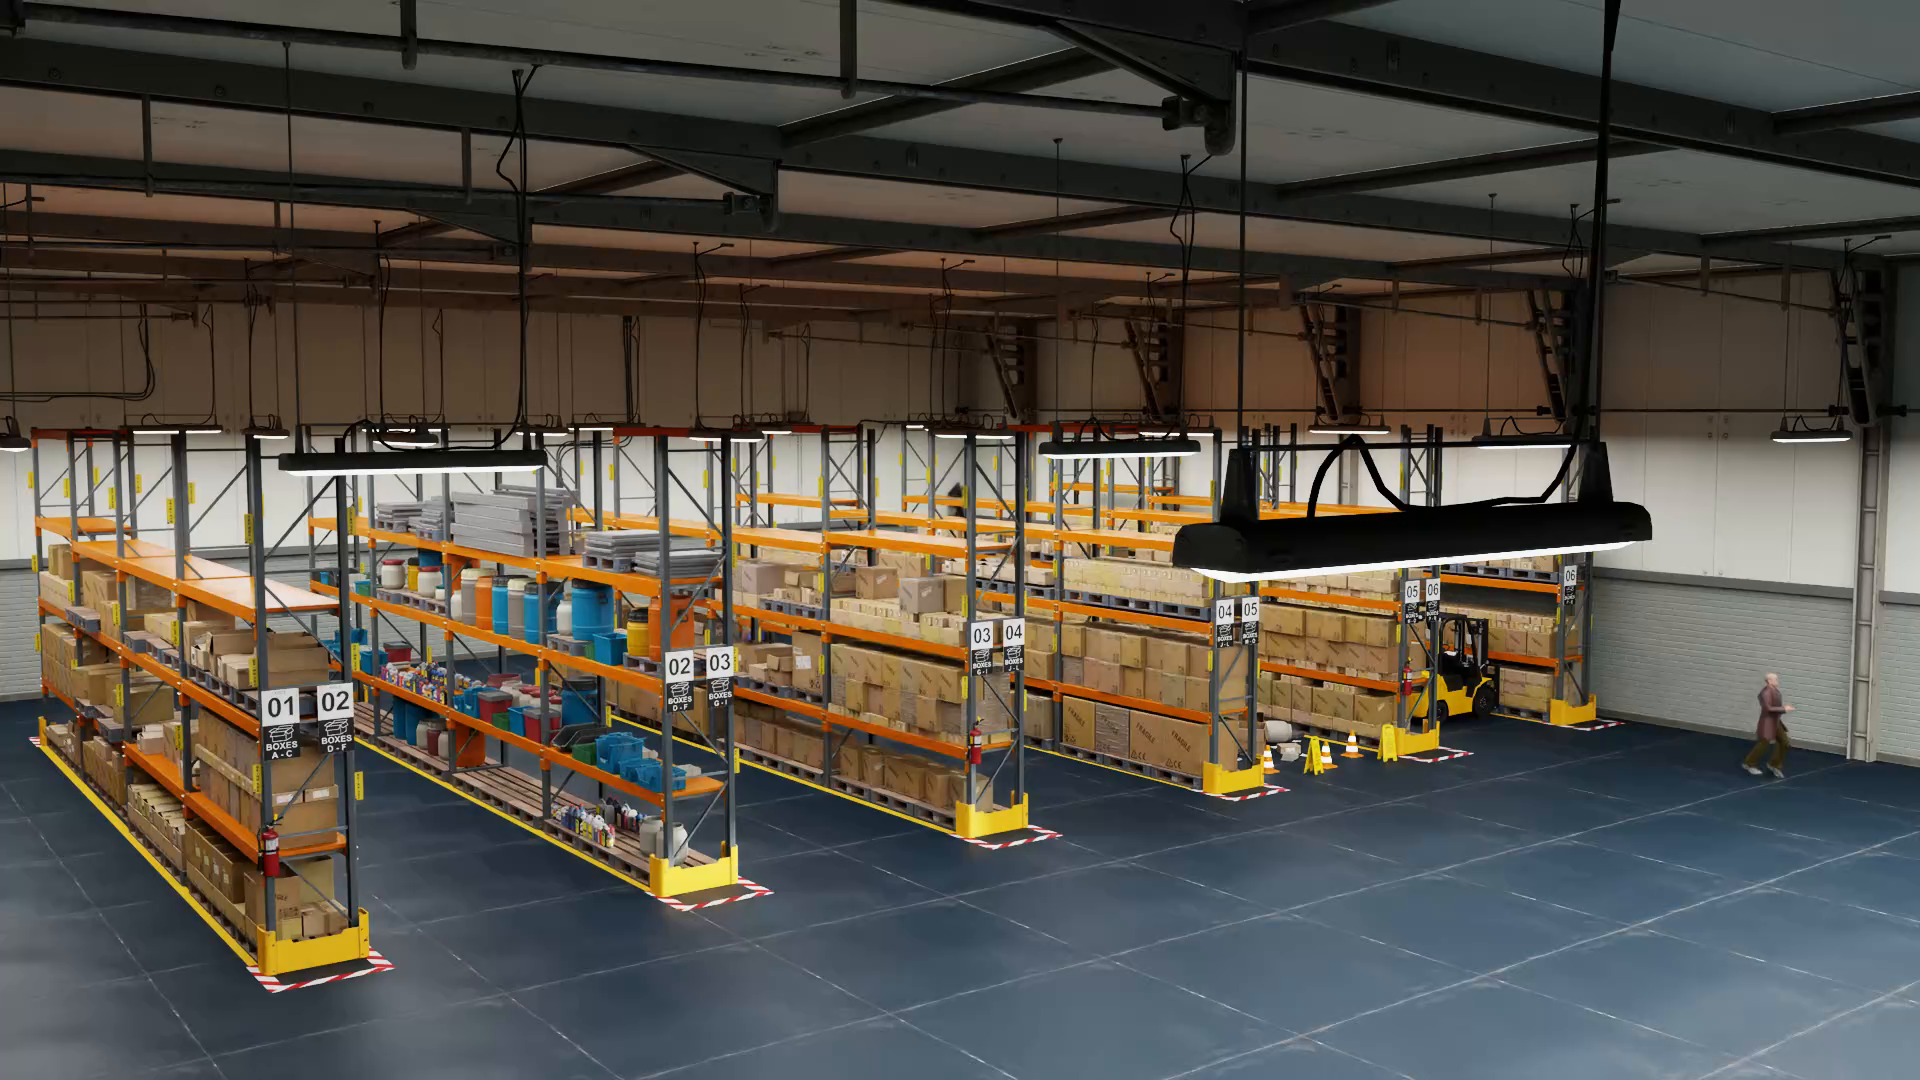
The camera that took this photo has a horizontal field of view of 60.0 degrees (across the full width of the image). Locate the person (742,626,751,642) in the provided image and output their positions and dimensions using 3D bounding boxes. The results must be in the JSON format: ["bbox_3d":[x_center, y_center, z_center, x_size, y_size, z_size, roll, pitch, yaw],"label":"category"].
[{"bbox_3d":[-5.331,2.250,41.782,0.541,1.615,0.673,-2,5,-25],"label":"person"}]

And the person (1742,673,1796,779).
[{"bbox_3d":[13.916,3.205,28.594,0.839,1.856,0.704,4,6,44],"label":"person"}]

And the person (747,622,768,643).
[{"bbox_3d":[-4.468,2.655,36.923,0.585,1.553,0.846,-2,5,-28],"label":"person"}]
